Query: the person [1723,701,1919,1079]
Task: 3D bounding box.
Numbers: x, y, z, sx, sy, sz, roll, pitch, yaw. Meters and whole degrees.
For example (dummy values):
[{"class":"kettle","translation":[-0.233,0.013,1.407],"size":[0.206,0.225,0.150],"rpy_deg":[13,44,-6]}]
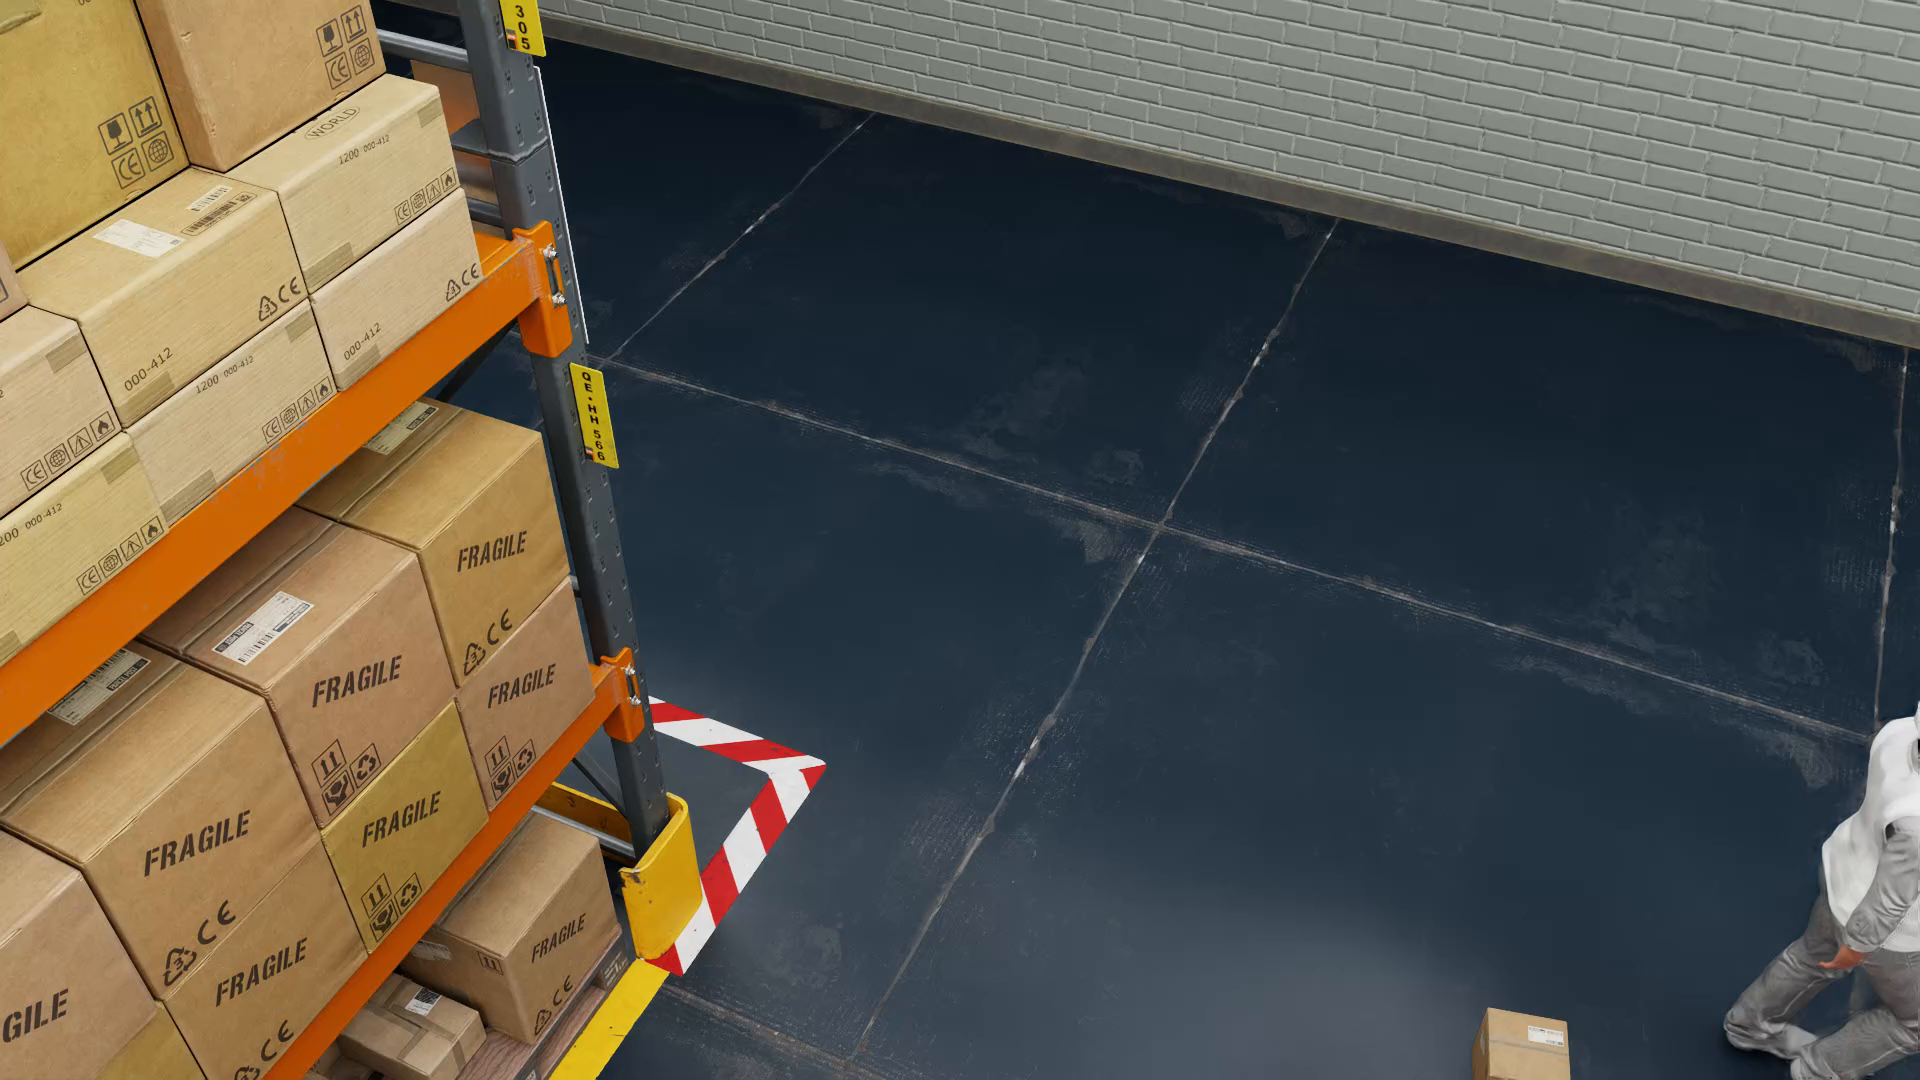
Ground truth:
[{"class":"person","translation":[2.774,1.076,4.939],"size":[0.508,1.819,0.535],"rpy_deg":[10,43,11]}]
